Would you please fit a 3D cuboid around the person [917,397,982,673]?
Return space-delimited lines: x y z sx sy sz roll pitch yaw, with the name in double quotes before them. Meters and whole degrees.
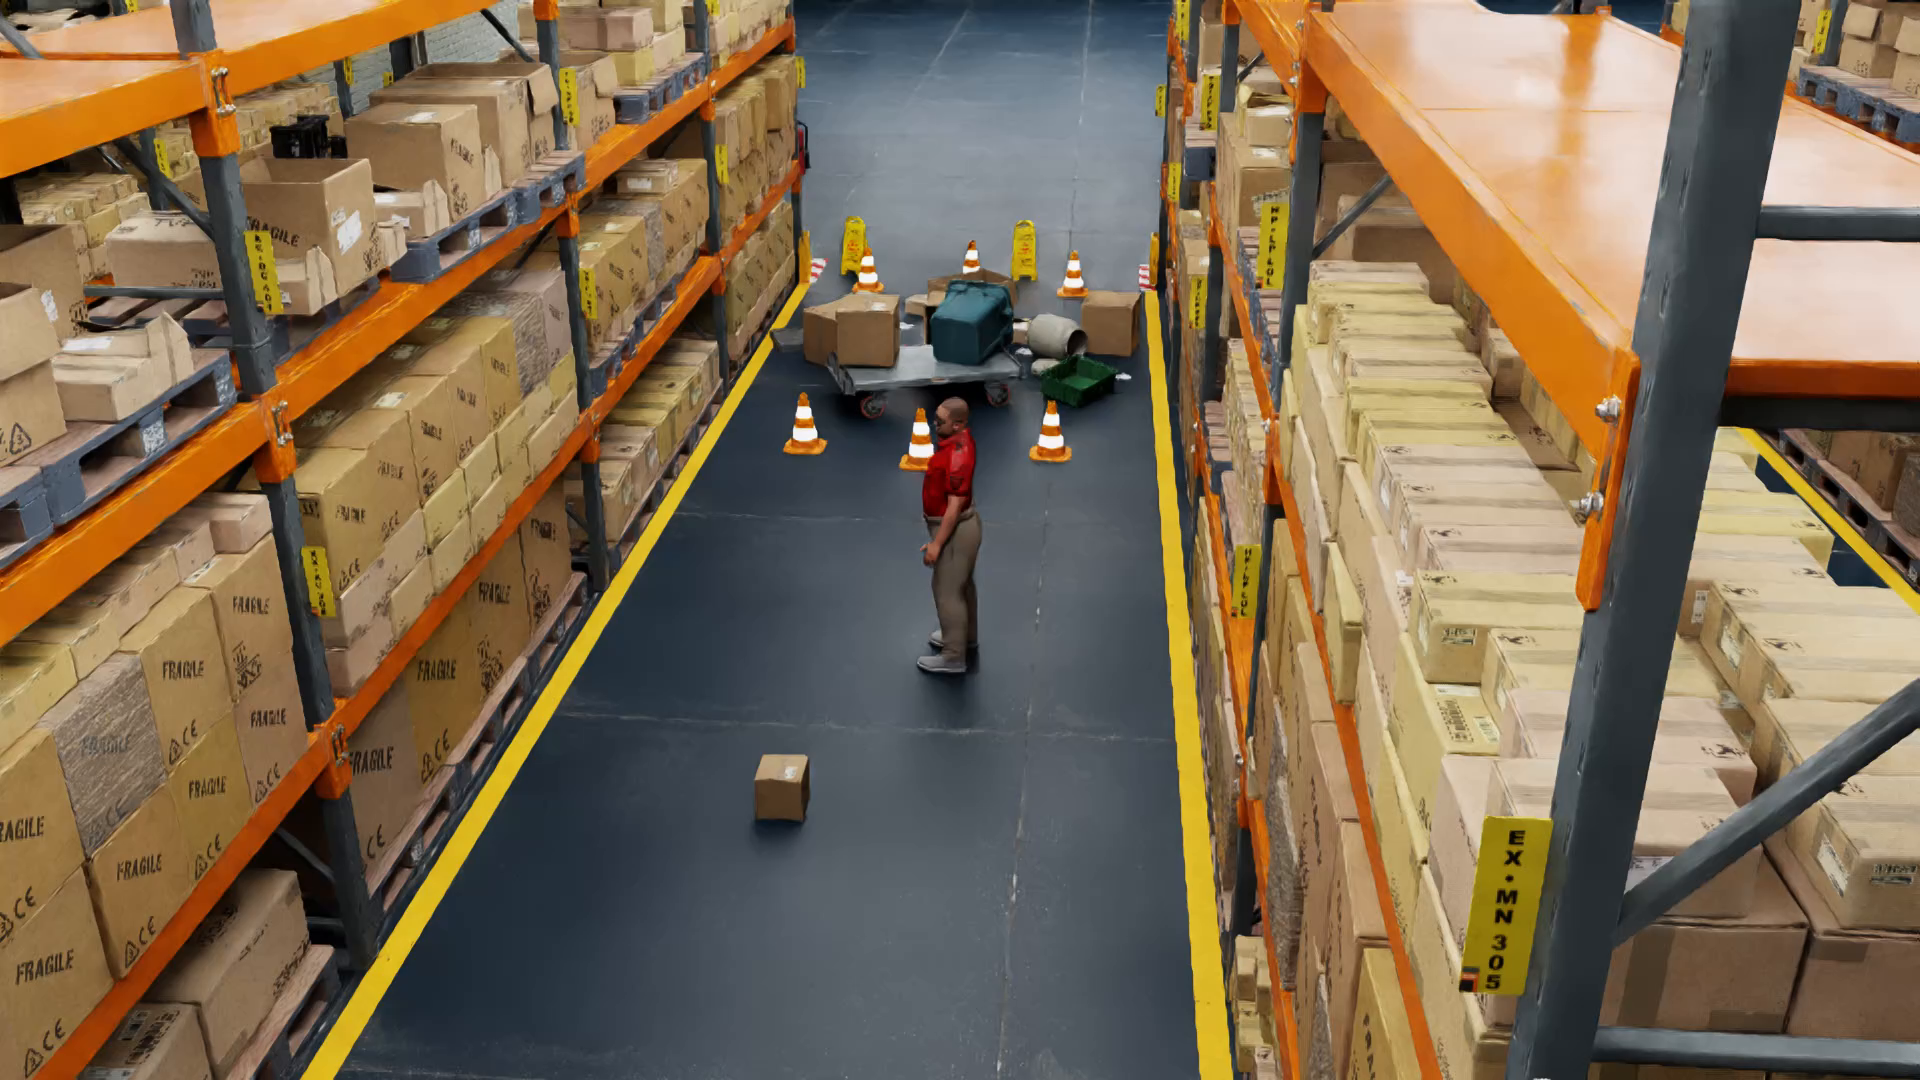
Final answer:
"person" -0.073 -0.043 10.075 0.377 1.734 0.570 1 24 2
